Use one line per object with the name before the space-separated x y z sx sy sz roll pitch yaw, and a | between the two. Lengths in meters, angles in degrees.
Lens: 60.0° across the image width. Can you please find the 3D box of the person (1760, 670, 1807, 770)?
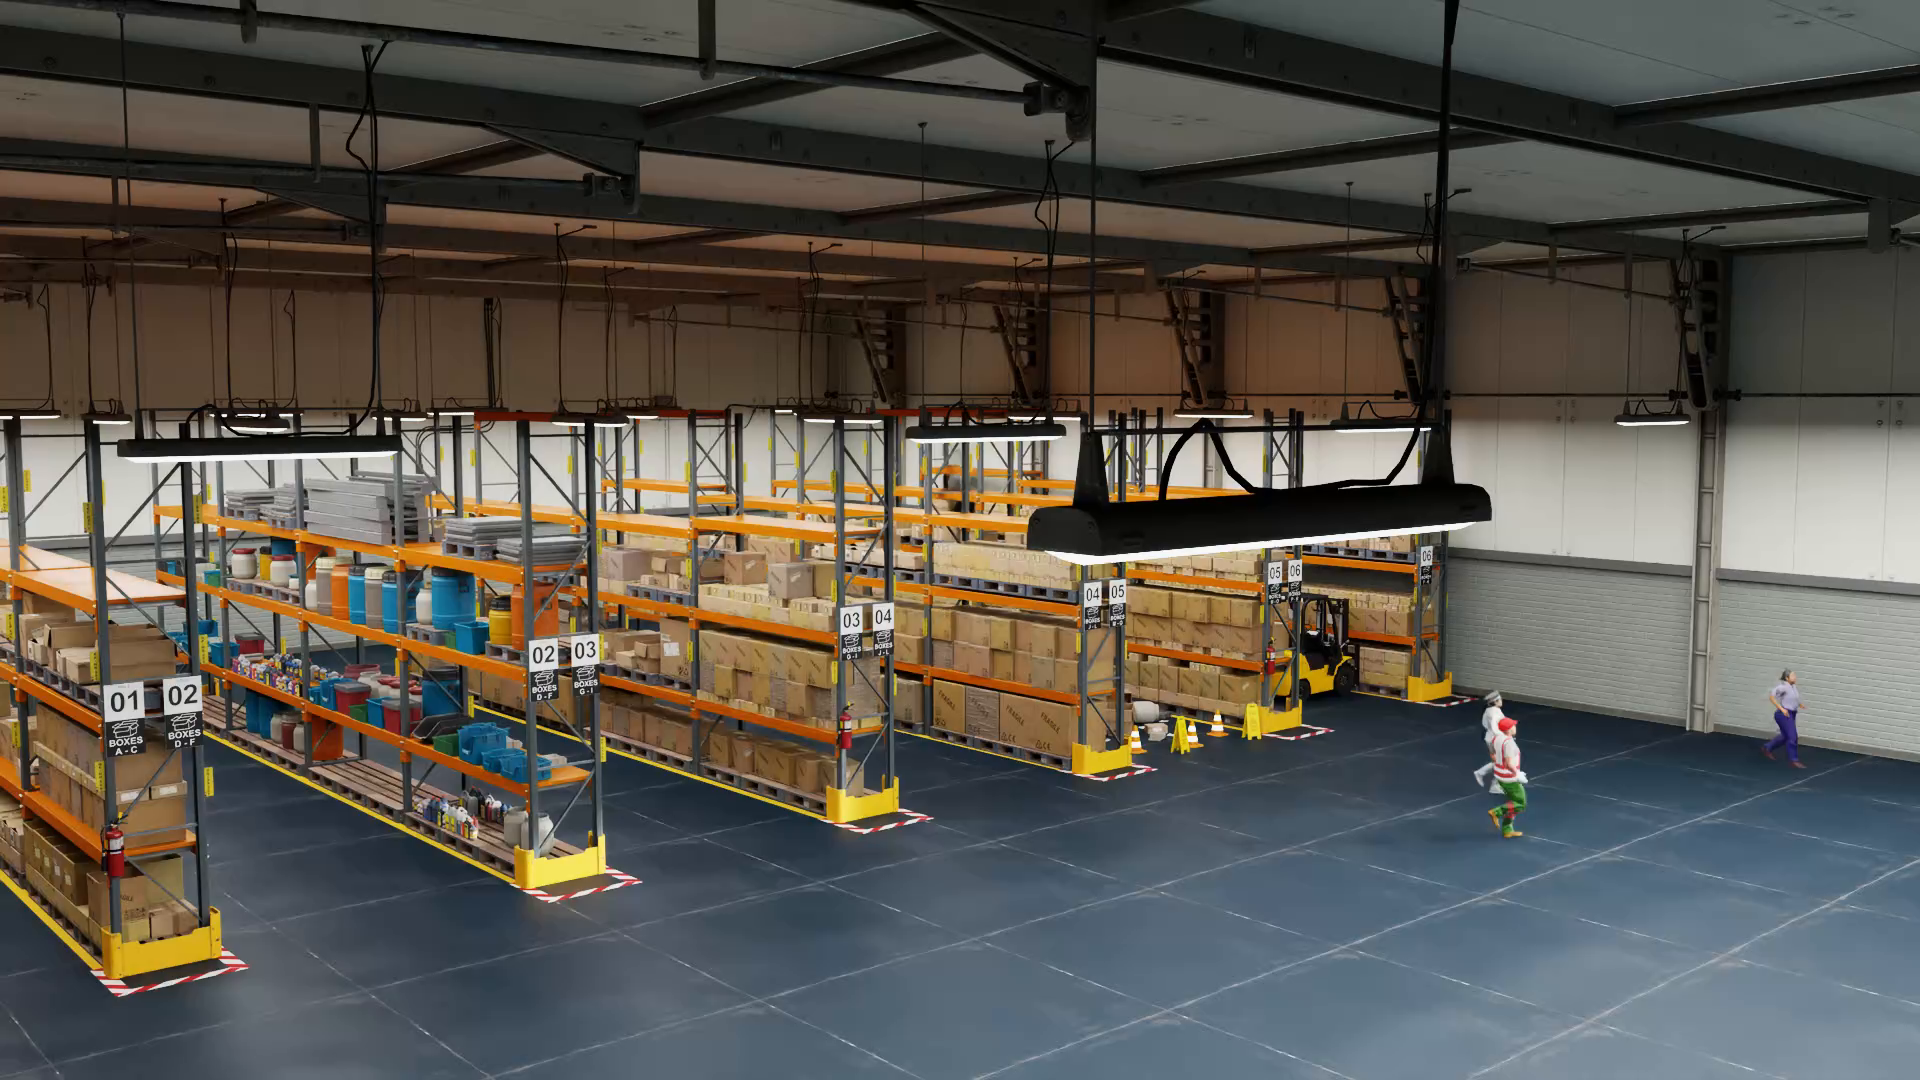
person | 14.053 3.030 28.329 0.798 1.666 0.611 5 7 43

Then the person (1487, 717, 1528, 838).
person | 7.783 3.392 23.738 0.592 1.741 0.672 -1 5 -8

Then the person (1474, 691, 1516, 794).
person | 8.474 3.196 26.319 0.555 1.648 0.613 0 5 4
